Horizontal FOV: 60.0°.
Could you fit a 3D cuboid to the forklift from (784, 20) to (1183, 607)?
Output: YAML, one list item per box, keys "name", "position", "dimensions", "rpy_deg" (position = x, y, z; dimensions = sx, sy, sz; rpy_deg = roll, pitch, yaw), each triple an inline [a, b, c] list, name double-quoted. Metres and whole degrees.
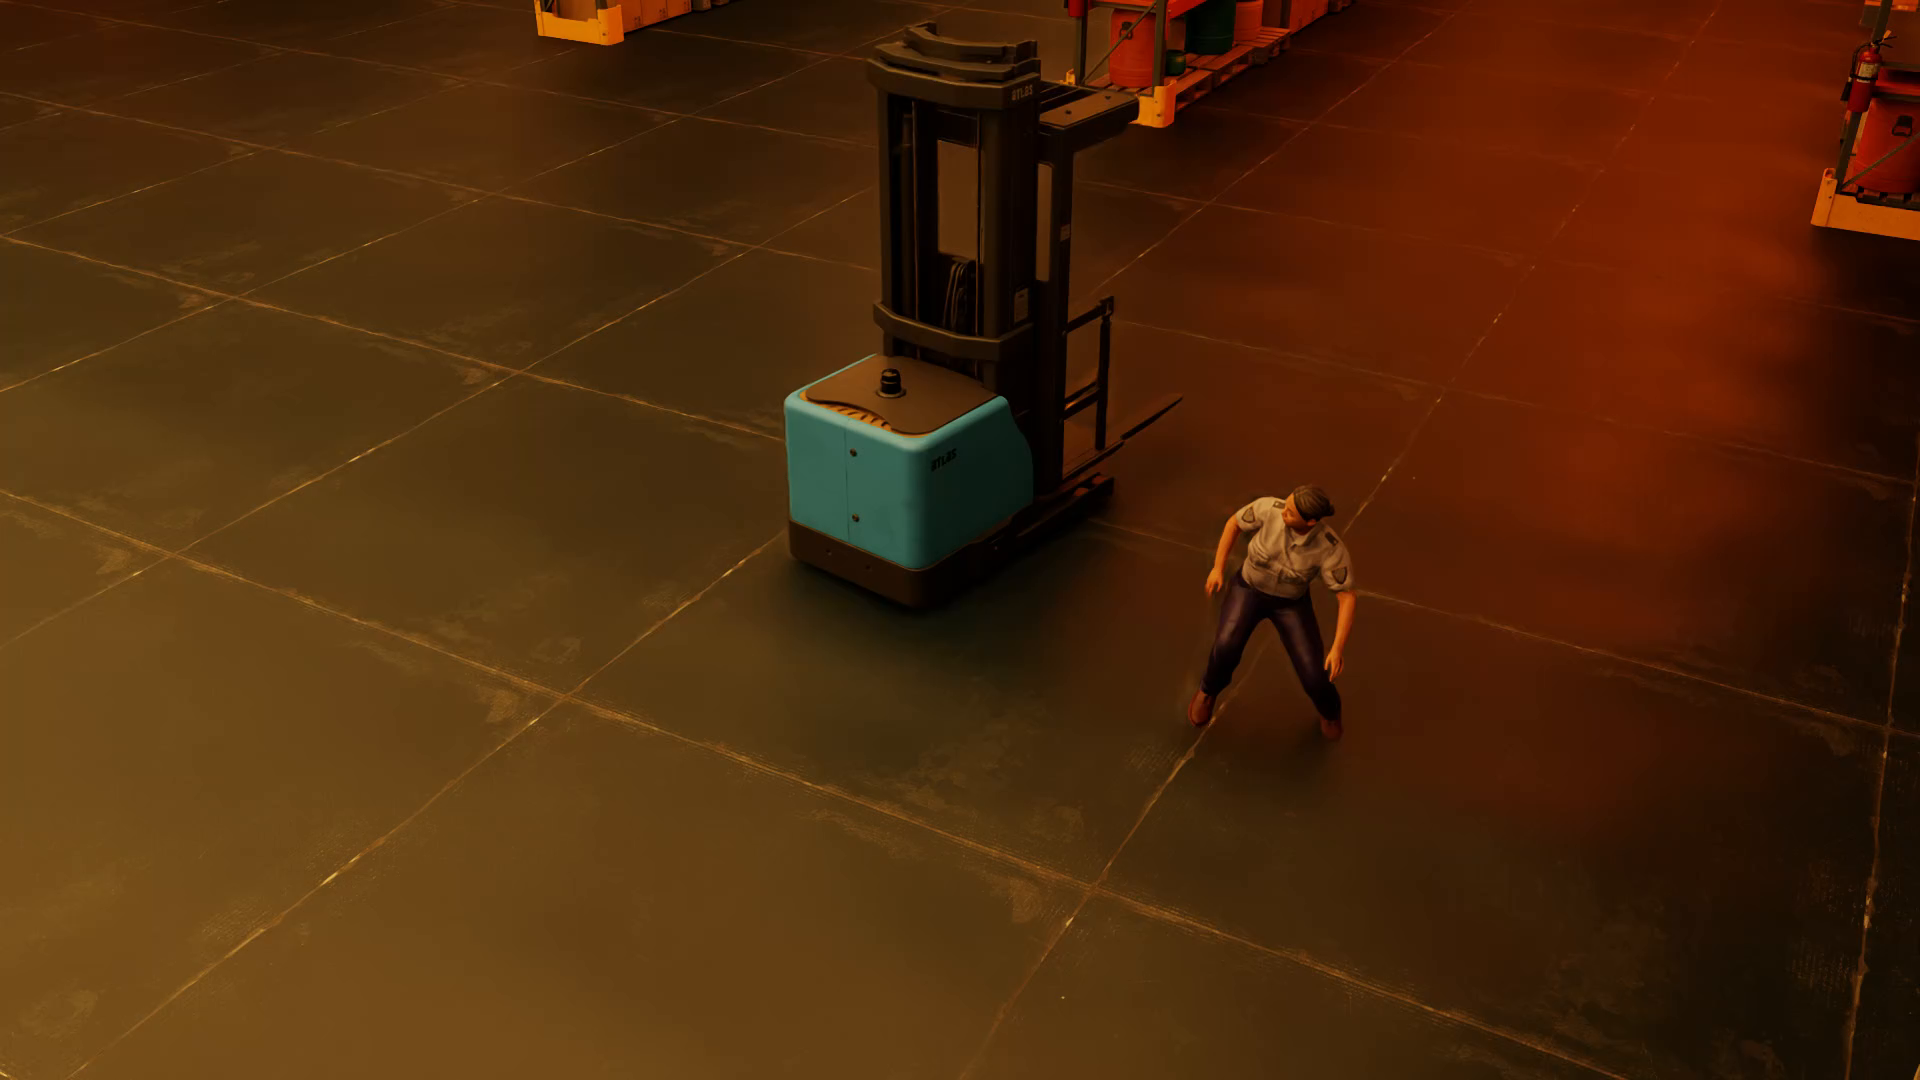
- name: "forklift"
  position: [0.310, -1.567, 9.786]
  dimensions: [1.130, 2.935, 3.031]
  rpy_deg: [22, 36, 33]

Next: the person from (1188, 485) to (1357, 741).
- name: "person"
  position: [1.548, 0.337, 8.063]
  dimensions: [0.771, 1.432, 0.631]
  rpy_deg: [7, 31, 12]
